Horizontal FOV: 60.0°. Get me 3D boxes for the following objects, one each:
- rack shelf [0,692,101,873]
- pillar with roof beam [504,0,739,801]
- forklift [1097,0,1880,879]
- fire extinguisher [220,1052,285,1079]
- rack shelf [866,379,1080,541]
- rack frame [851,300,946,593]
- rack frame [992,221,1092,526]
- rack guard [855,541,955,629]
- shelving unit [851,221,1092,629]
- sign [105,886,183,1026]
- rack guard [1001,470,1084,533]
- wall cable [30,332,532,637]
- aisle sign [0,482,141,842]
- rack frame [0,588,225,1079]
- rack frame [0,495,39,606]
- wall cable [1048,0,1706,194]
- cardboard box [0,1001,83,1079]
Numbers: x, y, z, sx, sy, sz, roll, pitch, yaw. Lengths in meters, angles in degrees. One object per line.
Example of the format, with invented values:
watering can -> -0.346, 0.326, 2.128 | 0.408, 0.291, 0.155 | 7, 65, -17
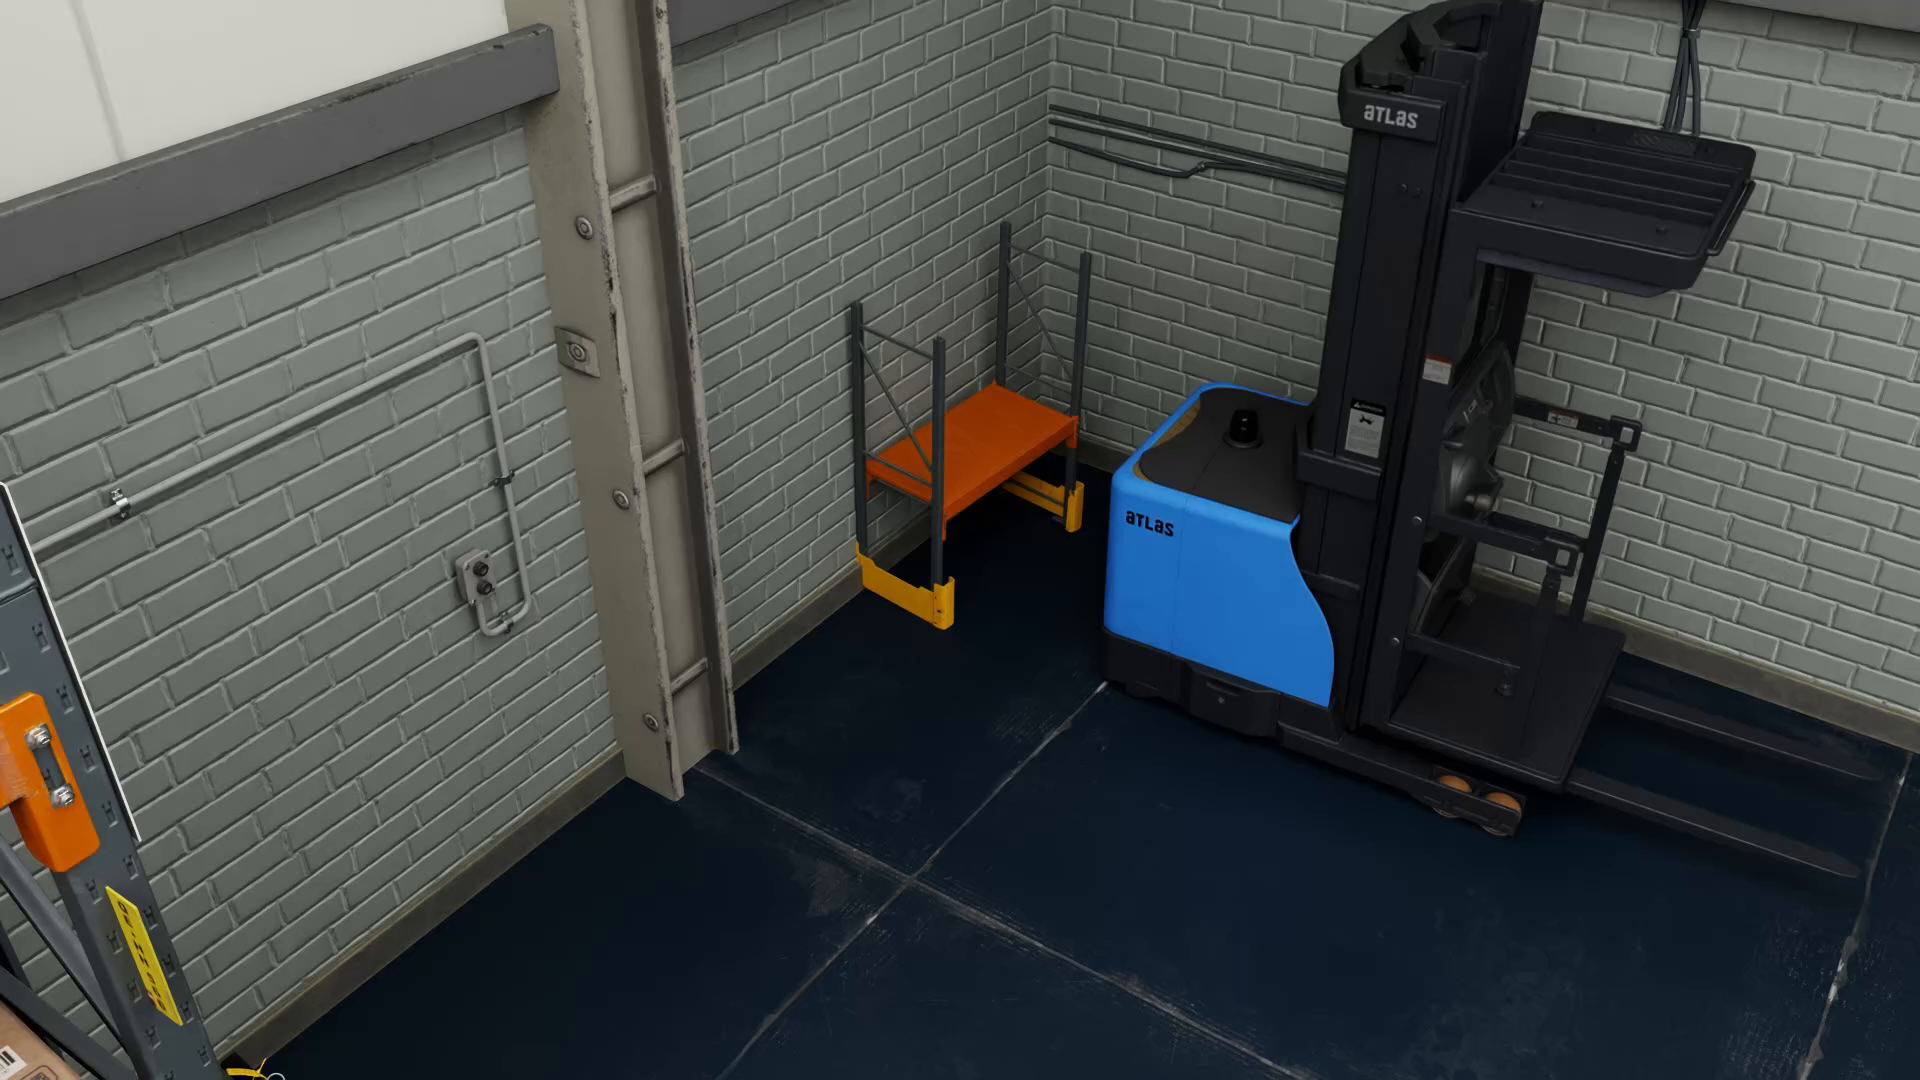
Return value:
rack shelf -> -3.127, 1.166, 1.813 | 1.077, 0.370, 4.000 | 21, 39, 28
pillar with roof beam -> 2.379, -1.439, 2.345 | 9.100, 9.000, 0.400 | 21, 39, 28
forklift -> 2.131, -0.396, 6.219 | 3.031, 2.935, 1.130 | 18, 38, 25
fire extinguisher -> -1.521, 1.454, 3.823 | 0.296, 0.674, 0.183 | 21, 39, 28
rack shelf -> 0.048, -0.394, 7.774 | 0.538, 0.185, 1.000 | 27, 44, 30
rack frame -> -0.273, -0.309, 7.349 | 0.500, 1.500, 0.032 | 27, 44, 30
rack frame -> 0.375, -0.768, 7.985 | 0.500, 1.500, 0.032 | 27, 44, 30
rack guard -> -0.271, 0.184, 7.734 | 0.587, 0.250, 0.087 | 27, 44, 30
shelving unit -> 0.057, -0.542, 7.673 | 0.587, 1.500, 1.083 | 27, 44, 30
sign -> -1.549, 0.792, 3.156 | 0.100, 0.325, 0.005 | 21, 39, 28
rack guard -> 0.364, -0.266, 8.357 | 0.587, 0.250, 0.087 | 27, 44, 30
wall cable -> -2.034, -0.122, 4.846 | 0.084, 1.984, 1.851 | 21, 39, 28
aisle sign -> -1.699, 0.176, 2.992 | 0.394, 0.787, 0.004 | 21, 39, 28
rack frame -> -1.987, 1.190, 3.813 | 1.000, 3.000, 0.127 | 21, 39, 28
rack frame -> -1.987, -1.295, 2.132 | 1.000, 3.000, 0.127 | 21, 39, 28
wall cable -> 1.532, -2.498, 6.682 | 3.097, 2.526, 0.112 | 21, 39, 28
cardboard box -> -2.269, 1.304, 3.377 | 0.980, 0.700, 0.700 | 23, 40, 30
